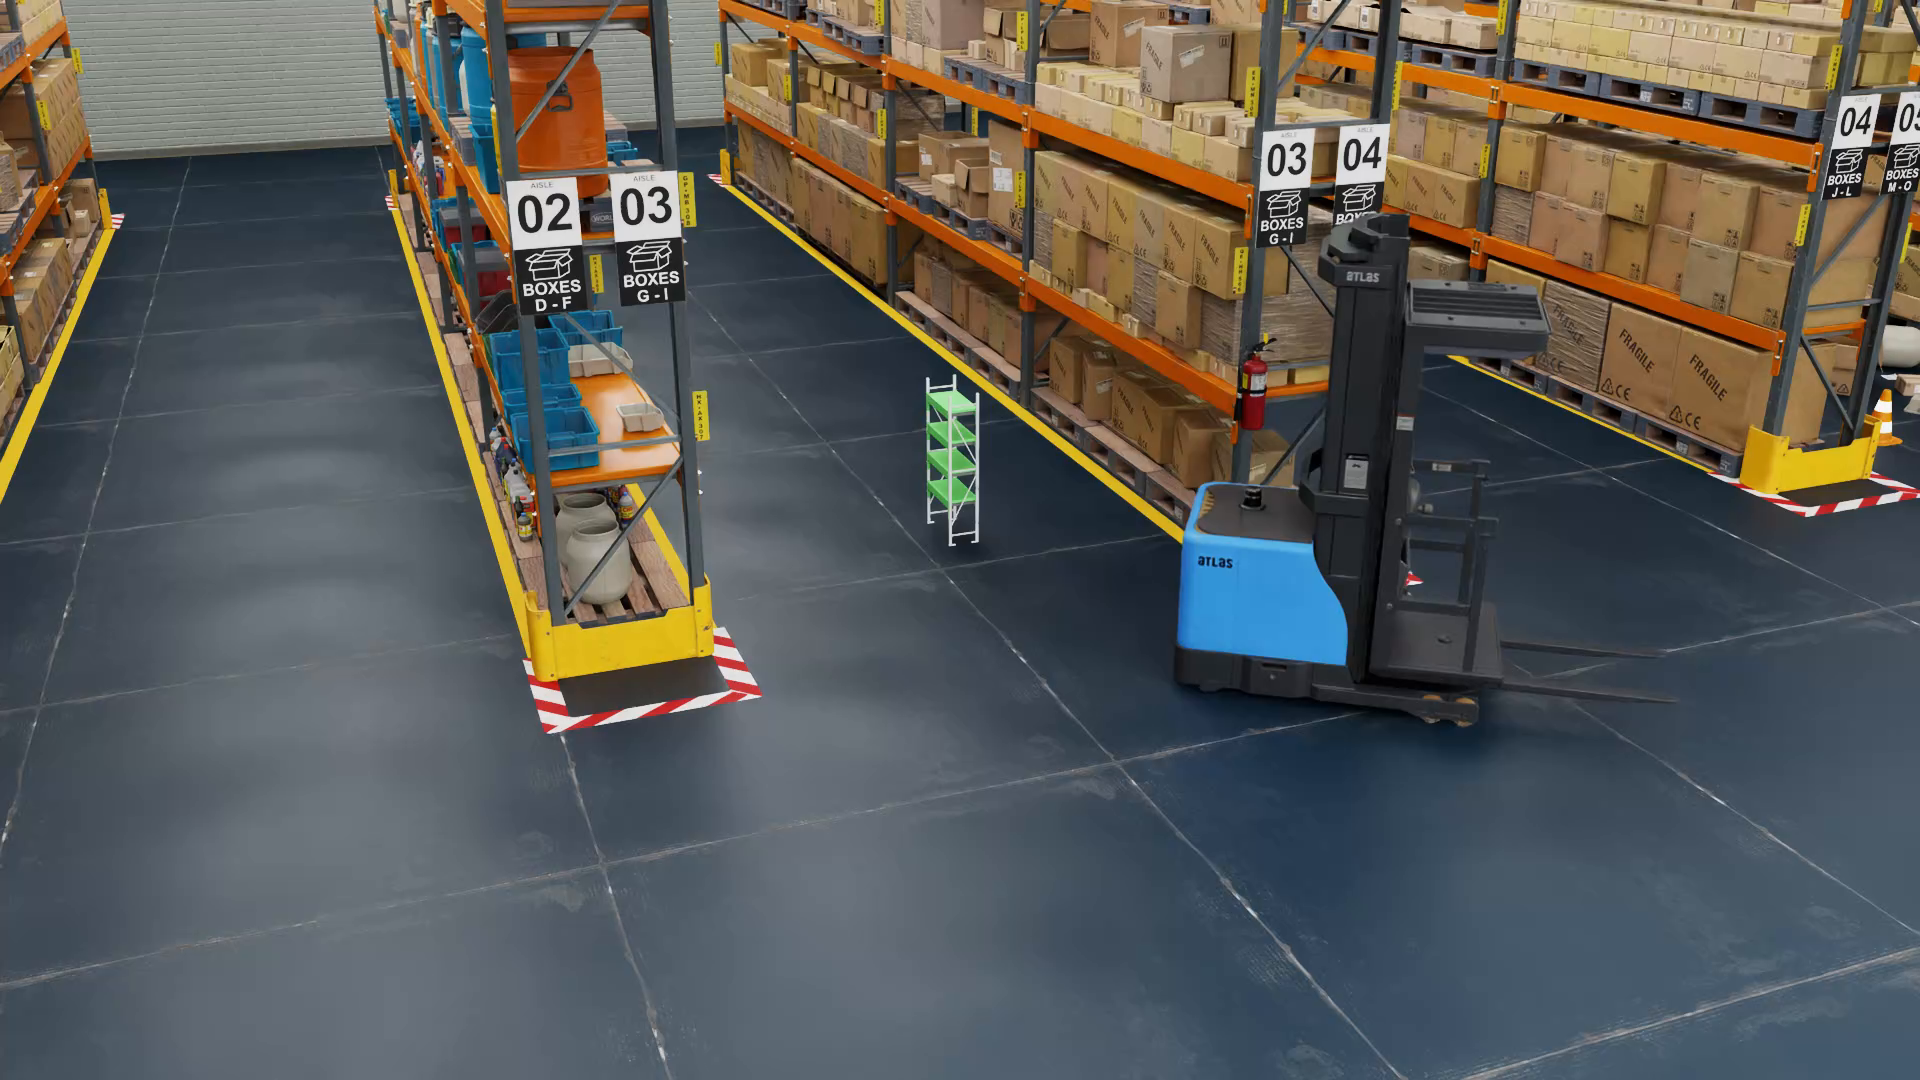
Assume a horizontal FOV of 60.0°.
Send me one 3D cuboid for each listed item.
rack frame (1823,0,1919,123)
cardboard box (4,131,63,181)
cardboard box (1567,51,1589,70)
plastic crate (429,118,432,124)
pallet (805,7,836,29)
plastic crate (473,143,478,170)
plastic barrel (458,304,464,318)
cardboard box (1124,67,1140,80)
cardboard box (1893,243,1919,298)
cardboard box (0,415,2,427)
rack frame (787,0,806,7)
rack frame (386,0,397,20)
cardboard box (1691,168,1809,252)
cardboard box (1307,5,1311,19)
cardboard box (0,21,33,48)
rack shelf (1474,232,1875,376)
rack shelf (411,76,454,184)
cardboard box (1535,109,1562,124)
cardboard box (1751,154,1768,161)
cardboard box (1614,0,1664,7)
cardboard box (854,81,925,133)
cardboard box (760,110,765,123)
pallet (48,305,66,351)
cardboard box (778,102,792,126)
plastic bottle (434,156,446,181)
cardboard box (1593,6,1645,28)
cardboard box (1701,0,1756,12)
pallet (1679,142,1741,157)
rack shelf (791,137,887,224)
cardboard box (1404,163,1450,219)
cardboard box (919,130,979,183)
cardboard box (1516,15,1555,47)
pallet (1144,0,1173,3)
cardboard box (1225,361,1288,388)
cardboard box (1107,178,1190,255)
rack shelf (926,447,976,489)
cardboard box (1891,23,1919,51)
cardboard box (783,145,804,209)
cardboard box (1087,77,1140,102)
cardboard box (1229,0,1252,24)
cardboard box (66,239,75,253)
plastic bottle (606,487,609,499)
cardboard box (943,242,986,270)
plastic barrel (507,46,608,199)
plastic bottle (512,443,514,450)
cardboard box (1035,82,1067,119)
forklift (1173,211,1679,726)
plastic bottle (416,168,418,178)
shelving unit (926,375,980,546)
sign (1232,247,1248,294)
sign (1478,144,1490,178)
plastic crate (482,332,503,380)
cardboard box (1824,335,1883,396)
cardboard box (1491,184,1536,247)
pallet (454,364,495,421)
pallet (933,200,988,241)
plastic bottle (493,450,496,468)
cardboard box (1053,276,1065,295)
[{"bbox_3d":[7.151,-4.670,12.368,1.000,3.000,0.127,-8,24,-19],"label":"rack frame"},{"bbox_3d":[-10.958,-4.533,19.637,0.500,0.500,0.500,-8,24,-18],"label":"cardboard box"},{"bbox_3d":[5.817,-4.410,15.268,0.380,0.149,0.250,-9,24,-20],"label":"cardboard box"},{"bbox_3d":[-7.264,-5.923,23.327,0.396,0.136,0.243,-8,24,-19],"label":"plastic crate"},{"bbox_3d":[-1.394,-6.590,21.030,0.805,0.209,1.217,-9,25,-21],"label":"pallet"},{"bbox_3d":[-3.269,-2.710,11.851,0.336,0.188,0.450,-8,24,-19],"label":"plastic crate"},{"bbox_3d":[-5.173,-2.858,18.046,0.600,0.830,0.708,-8,24,-19],"label":"plastic barrel"},{"bbox_3d":[1.626,-3.945,14.188,0.380,0.149,0.250,-10,25,-22],"label":"cardboard box"},{"bbox_3d":[10.489,-2.903,17.932,0.500,0.500,0.500,-7,24,-17],"label":"cardboard box"},{"bbox_3d":[-8.661,-1.023,14.438,0.500,0.250,0.500,-8,24,-18],"label":"cardboard box"},{"bbox_3d":[-1.764,-8.386,21.185,1.000,3.000,0.127,-8,24,-19],"label":"rack frame"},{"bbox_3d":[-6.397,-7.707,19.573,1.000,3.000,0.127,-8,24,-19],"label":"rack frame"},{"bbox_3d":[6.776,-2.800,14.071,0.875,0.550,0.550,-8,24,-19],"label":"cardboard box"},{"bbox_3d":[4.293,-6.175,19.455,0.380,0.149,0.250,-9,25,-21],"label":"cardboard box"},{"bbox_3d":[-10.973,-5.788,19.075,0.500,0.250,0.500,-8,24,-19],"label":"cardboard box"},{"bbox_3d":[6.445,-2.301,15.397,1.077,0.370,4.000,-8,24,-19],"label":"rack shelf"},{"bbox_3d":[-4.278,-3.813,15.123,1.077,0.370,4.000,-8,24,-19],"label":"rack shelf"},{"bbox_3d":[8.304,-5.791,22.944,0.500,0.250,0.500,-8,24,-18],"label":"cardboard box"},{"bbox_3d":[9.599,-4.581,19.663,0.380,0.149,0.250,-8,24,-19],"label":"cardboard box"},{"bbox_3d":[6.343,-4.960,15.545,0.380,0.149,0.250,-8,24,-19],"label":"cardboard box"},{"bbox_3d":[-0.822,-5.182,19.886,0.797,0.503,0.637,-8,24,-18],"label":"cardboard box"},{"bbox_3d":[-2.632,-6.039,23.663,0.380,0.149,0.250,-9,24,-20],"label":"cardboard box"},{"bbox_3d":[-10.275,-2.245,17.928,1.003,0.211,1.213,-8,24,-19],"label":"pallet"},{"bbox_3d":[-2.165,-5.814,22.617,0.500,0.250,0.500,-9,24,-20],"label":"cardboard box"},{"bbox_3d":[-6.121,-4.349,19.490,0.152,0.276,0.135,-8,24,-19],"label":"plastic bottle"},{"bbox_3d":[5.911,-4.683,14.889,0.380,0.149,0.250,-8,24,-18],"label":"cardboard box"},{"bbox_3d":[9.486,-6.408,20.220,0.797,0.503,0.637,-8,24,-19],"label":"cardboard box"},{"bbox_3d":[9.658,-4.726,20.472,1.003,0.211,1.213,-8,24,-19],"label":"pallet"},{"bbox_3d":[-1.057,-4.564,20.766,1.077,0.370,4.000,-8,24,-19],"label":"rack shelf"},{"bbox_3d":[5.125,-3.742,17.760,0.500,0.500,0.500,-9,24,-20],"label":"cardboard box"},{"bbox_3d":[-0.123,-4.217,18.348,0.500,0.500,0.500,-12,25,-25],"label":"cardboard box"},{"bbox_3d":[5.649,-4.833,15.756,0.500,0.250,0.500,-8,24,-19],"label":"cardboard box"},{"bbox_3d":[3.030,-7.323,22.765,1.213,0.211,1.003,-8,24,-19],"label":"pallet"},{"bbox_3d":[2.182,-1.221,12.233,0.380,0.149,0.250,-8,24,-19],"label":"cardboard box"},{"bbox_3d":[1.525,-2.617,13.422,0.500,0.500,0.500,-8,24,-19],"label":"cardboard box"},{"bbox_3d":[-0.058,-0.554,12.808,0.258,0.148,0.480,-8,24,-19],"label":"rack shelf"},{"bbox_3d":[10.233,-5.328,17.600,0.500,0.250,0.500,-9,24,-20],"label":"cardboard box"},{"bbox_3d":[-1.922,-5.087,23.276,0.875,0.875,0.875,-8,24,-19],"label":"cardboard box"},{"bbox_3d":[1.262,-3.671,13.539,0.380,0.149,0.250,-9,24,-20],"label":"cardboard box"},{"bbox_3d":[3.697,-6.593,20.664,0.500,0.500,0.500,-8,24,-19],"label":"cardboard box"},{"bbox_3d":[-11.294,-3.656,20.768,0.380,0.166,0.250,-8,24,-19],"label":"cardboard box"},{"bbox_3d":[-2.735,-0.464,13.058,0.097,0.271,0.097,0,23,0],"label":"plastic bottle"},{"bbox_3d":[0.111,-3.134,18.134,0.500,0.250,0.500,-6,23,-13],"label":"cardboard box"},{"bbox_3d":[-2.449,-2.515,10.023,0.600,0.830,0.708,-8,24,-19],"label":"plastic barrel"},{"bbox_3d":[-3.630,-0.712,13.631,0.061,0.283,0.133,-8,24,-19],"label":"plastic bottle"},{"bbox_3d":[0.982,-3.830,14.429,0.500,0.250,0.500,-9,25,-21],"label":"cardboard box"},{"bbox_3d":[2.934,-0.441,10.146,3.031,2.935,1.130,5,23,13],"label":"forklift"},{"bbox_3d":[-6.377,-4.381,19.661,0.097,0.201,0.097,0,23,0],"label":"plastic bottle"},{"bbox_3d":[-0.058,-0.613,12.783,0.258,1.200,0.503,-8,24,-19],"label":"shelving unit"},{"bbox_3d":[1.949,-1.872,11.556,0.100,0.325,0.005,-8,24,-19],"label":"sign"},{"bbox_3d":[5.234,-3.778,16.587,0.100,0.325,0.005,-8,24,-19],"label":"sign"},{"bbox_3d":[-3.356,-1.406,12.620,0.450,0.188,0.662,-8,24,-19],"label":"plastic crate"},{"bbox_3d":[8.757,-1.762,16.406,0.637,0.503,0.797,12,26,27],"label":"cardboard box"},{"bbox_3d":[5.880,-3.296,16.638,0.875,0.550,0.550,-8,24,-19],"label":"cardboard box"},{"bbox_3d":[-4.320,-1.475,16.101,1.003,0.211,1.213,-8,24,-19],"label":"pallet"},{"bbox_3d":[0.387,-3.367,17.246,1.003,0.211,1.213,-8,24,-19],"label":"pallet"},{"bbox_3d":[-3.797,-0.699,13.707,0.097,0.201,0.097,0,23,0],"label":"plastic bottle"},{"bbox_3d":[1.047,-2.300,14.793,0.380,0.149,0.250,-8,24,-19],"label":"cardboard box"}]
